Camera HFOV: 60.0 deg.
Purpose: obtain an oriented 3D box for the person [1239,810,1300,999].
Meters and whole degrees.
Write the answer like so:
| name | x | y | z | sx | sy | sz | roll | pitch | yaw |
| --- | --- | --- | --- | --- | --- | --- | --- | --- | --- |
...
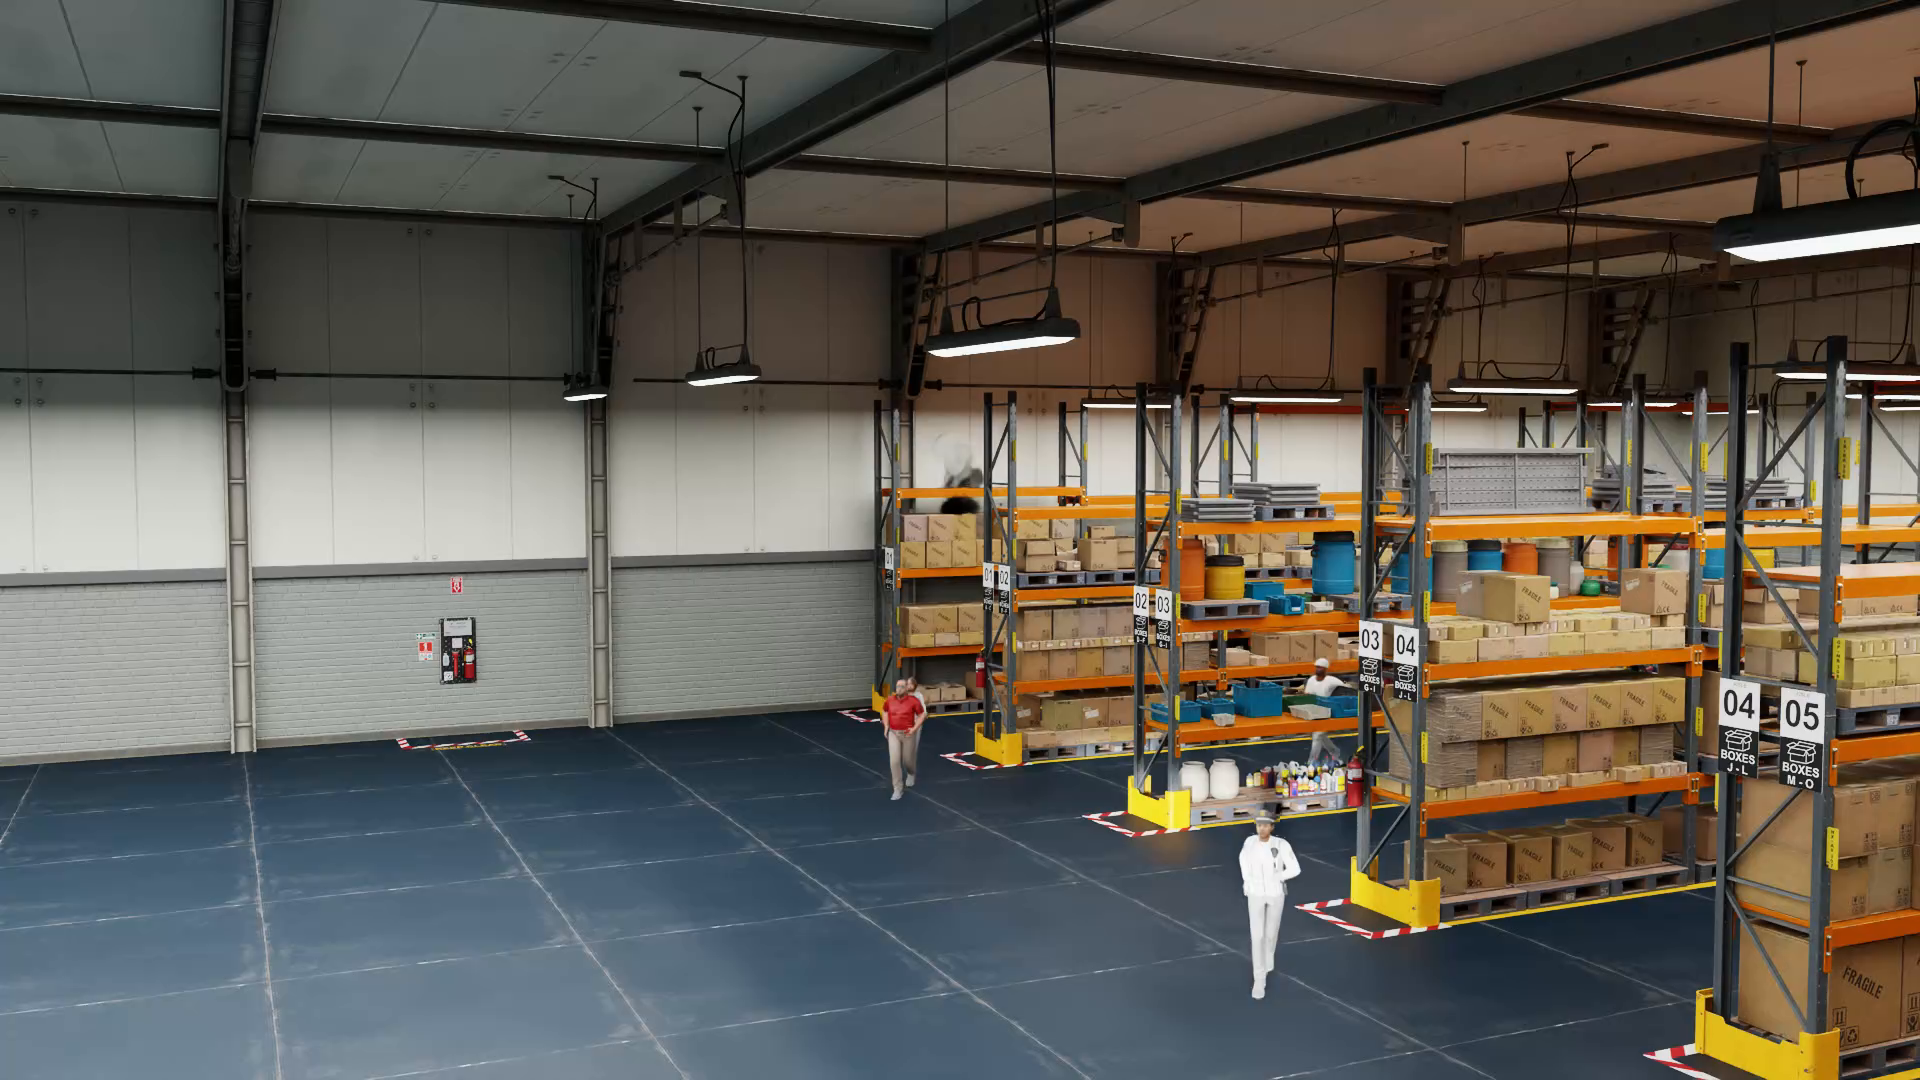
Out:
| name | x | y | z | sx | sy | sz | roll | pitch | yaw |
| --- | --- | --- | --- | --- | --- | --- | --- | --- | --- |
| person | 2.931 | 3.399 | 15.806 | 0.597 | 1.716 | 0.836 | 1 | 3 | 16 |

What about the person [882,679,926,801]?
| name | x | y | z | sx | sy | sz | roll | pitch | yaw |
| --- | --- | --- | --- | --- | --- | --- | --- | --- | --- |
| person | -0.837 | 2.901 | 24.446 | 0.675 | 1.730 | 0.868 | 0 | 3 | 7 |

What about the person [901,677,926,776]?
| name | x | y | z | sx | sy | sz | roll | pitch | yaw |
| --- | --- | --- | --- | --- | --- | --- | --- | --- | --- |
| person | -0.784 | 2.891 | 25.631 | 0.524 | 1.556 | 0.530 | 0 | 3 | 3 |

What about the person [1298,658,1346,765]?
| name | x | y | z | sx | sy | sz | roll | pitch | yaw |
| --- | --- | --- | --- | --- | --- | --- | --- | --- | --- |
| person | 5.644 | 2.736 | 26.083 | 0.962 | 1.771 | 0.679 | -2 | 4 | -32 |
